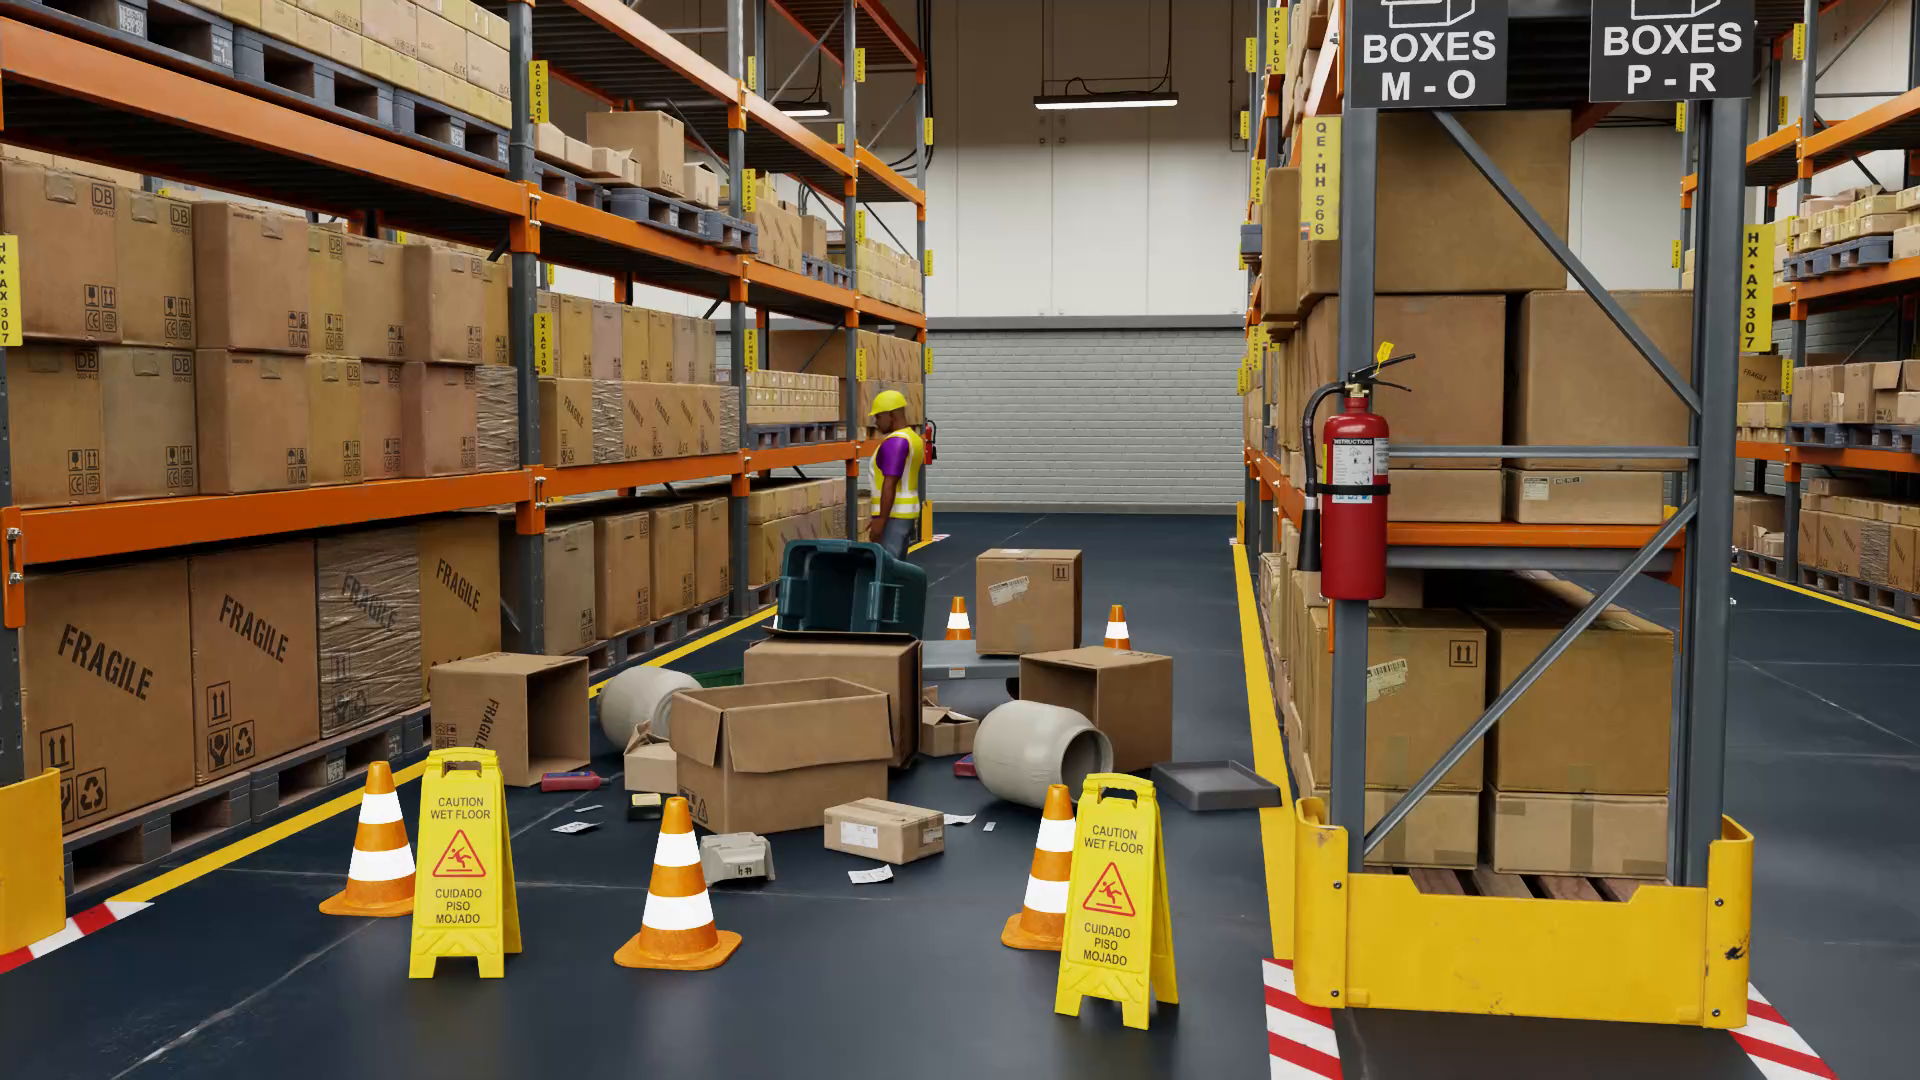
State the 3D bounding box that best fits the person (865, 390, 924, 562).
[{"bbox_3d":[-0.455,-0.145,11.403,0.368,1.759,0.568,1,5,10],"label":"person"}]
